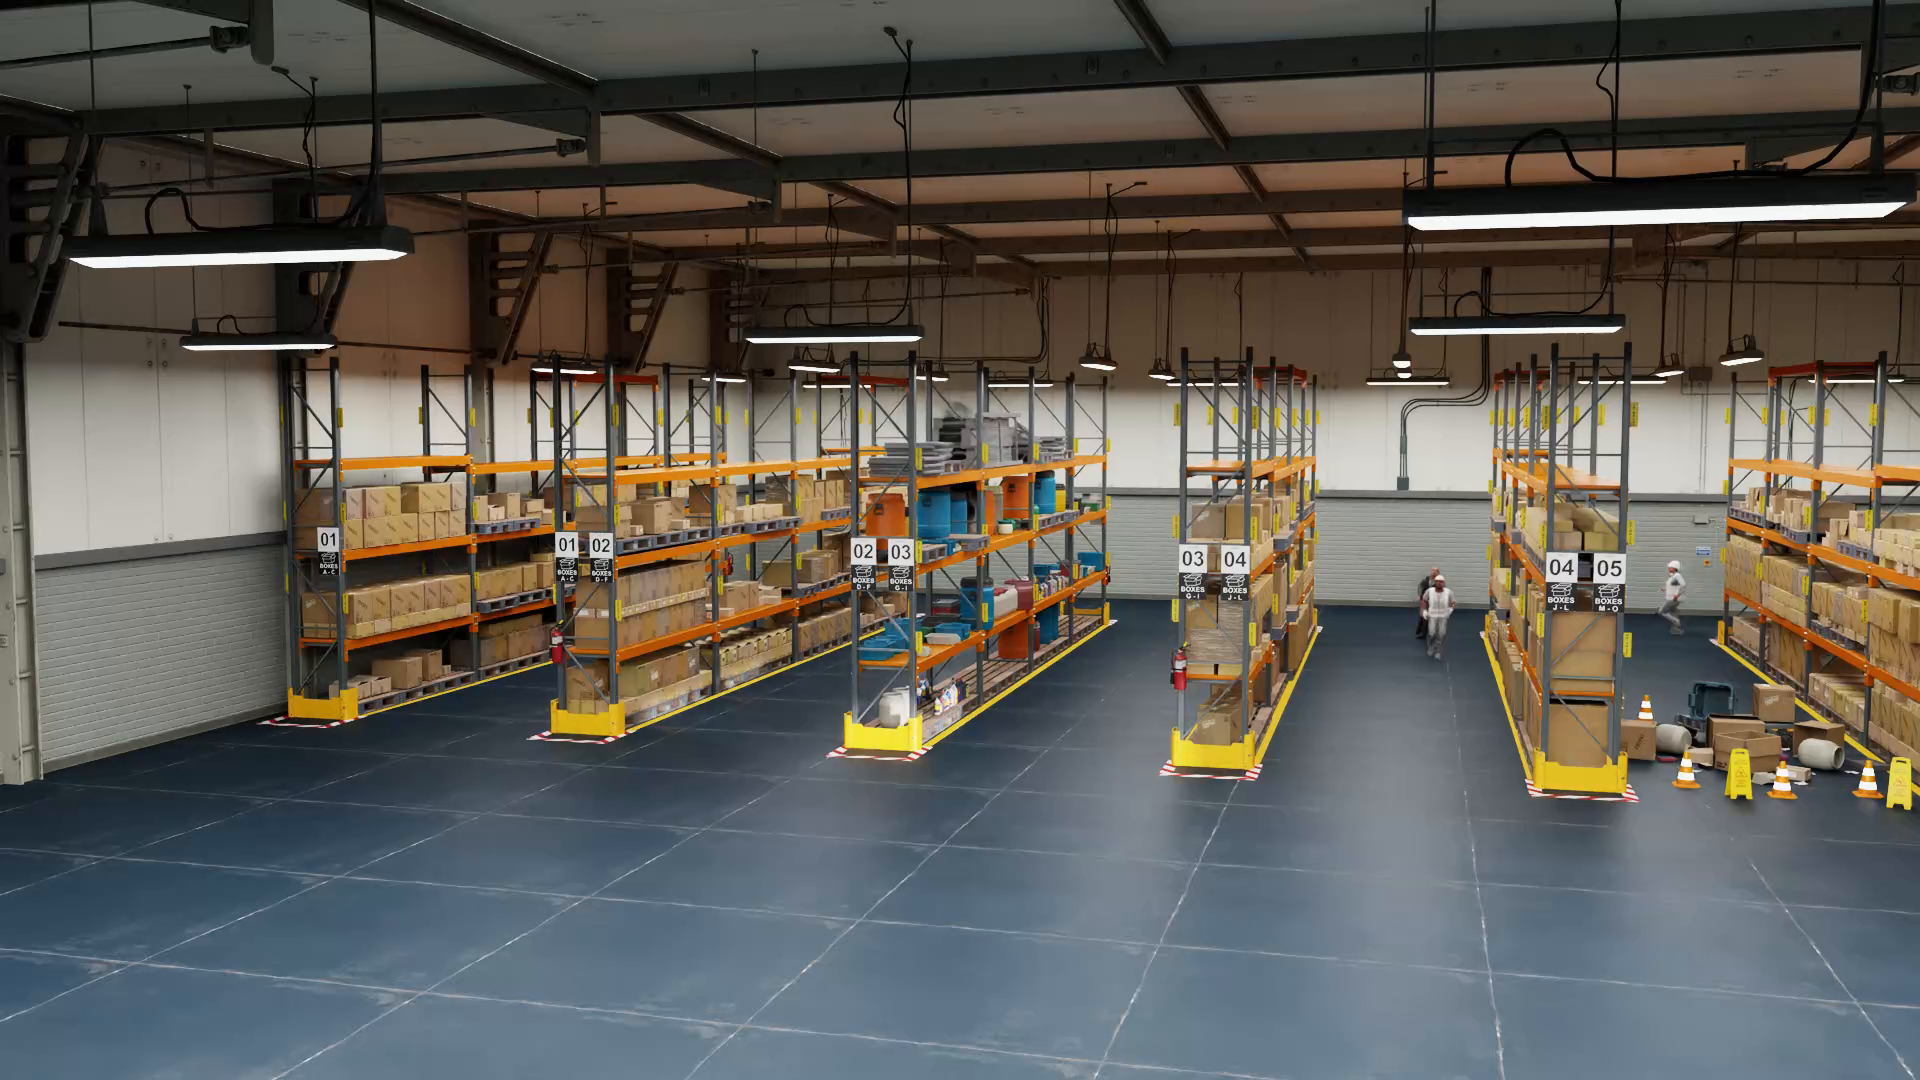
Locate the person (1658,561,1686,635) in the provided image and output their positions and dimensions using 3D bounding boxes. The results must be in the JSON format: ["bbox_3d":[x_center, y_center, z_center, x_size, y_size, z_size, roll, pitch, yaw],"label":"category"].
[{"bbox_3d":[16.376,1.330,38.251,0.564,1.712,0.742,2,4,20],"label":"person"}]

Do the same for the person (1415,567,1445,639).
[{"bbox_3d":[10.583,1.426,37.432,0.671,1.651,0.587,2,5,26],"label":"person"}]

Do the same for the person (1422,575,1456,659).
[{"bbox_3d":[9.916,1.601,34.417,0.690,1.744,0.577,1,4,12],"label":"person"}]
